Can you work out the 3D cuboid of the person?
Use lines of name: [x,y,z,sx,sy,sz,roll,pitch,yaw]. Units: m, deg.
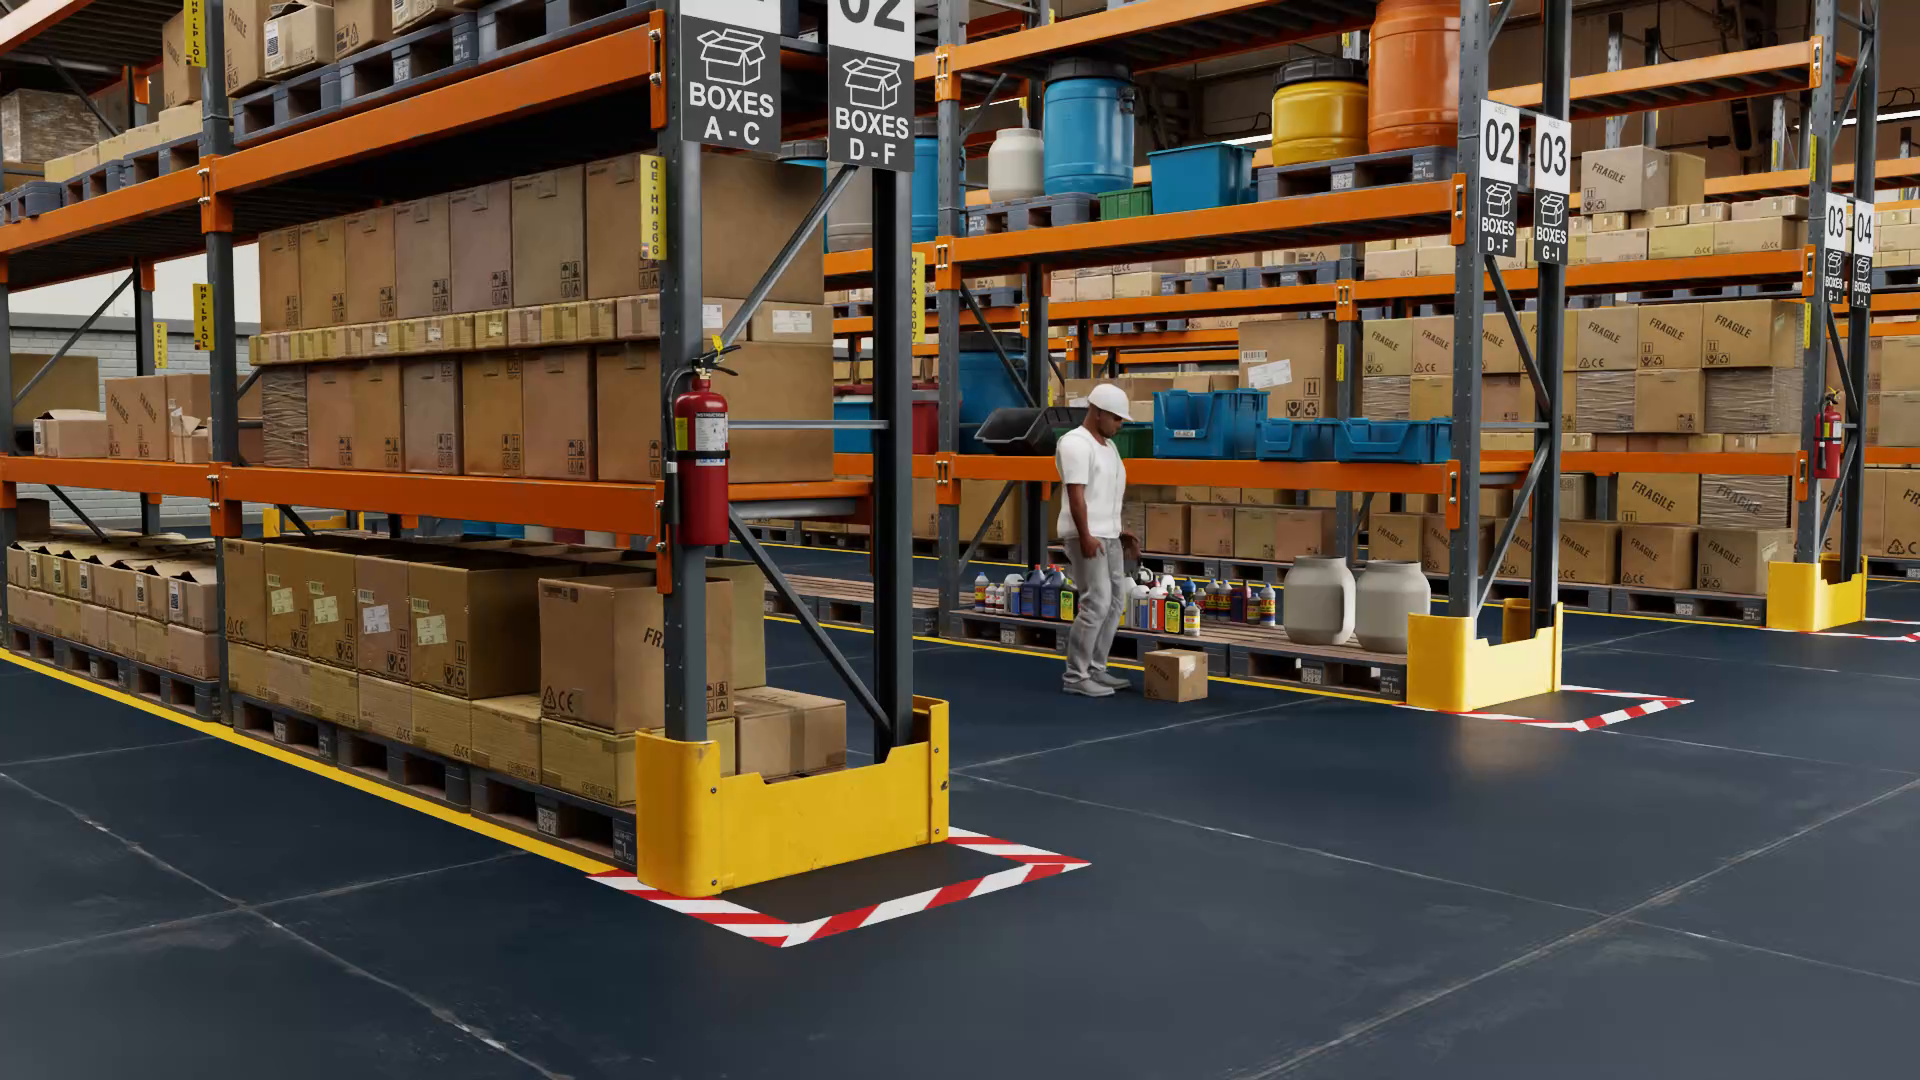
person: [0.784,-0.009,9.424,0.396,1.746,0.578,2,4,28]
